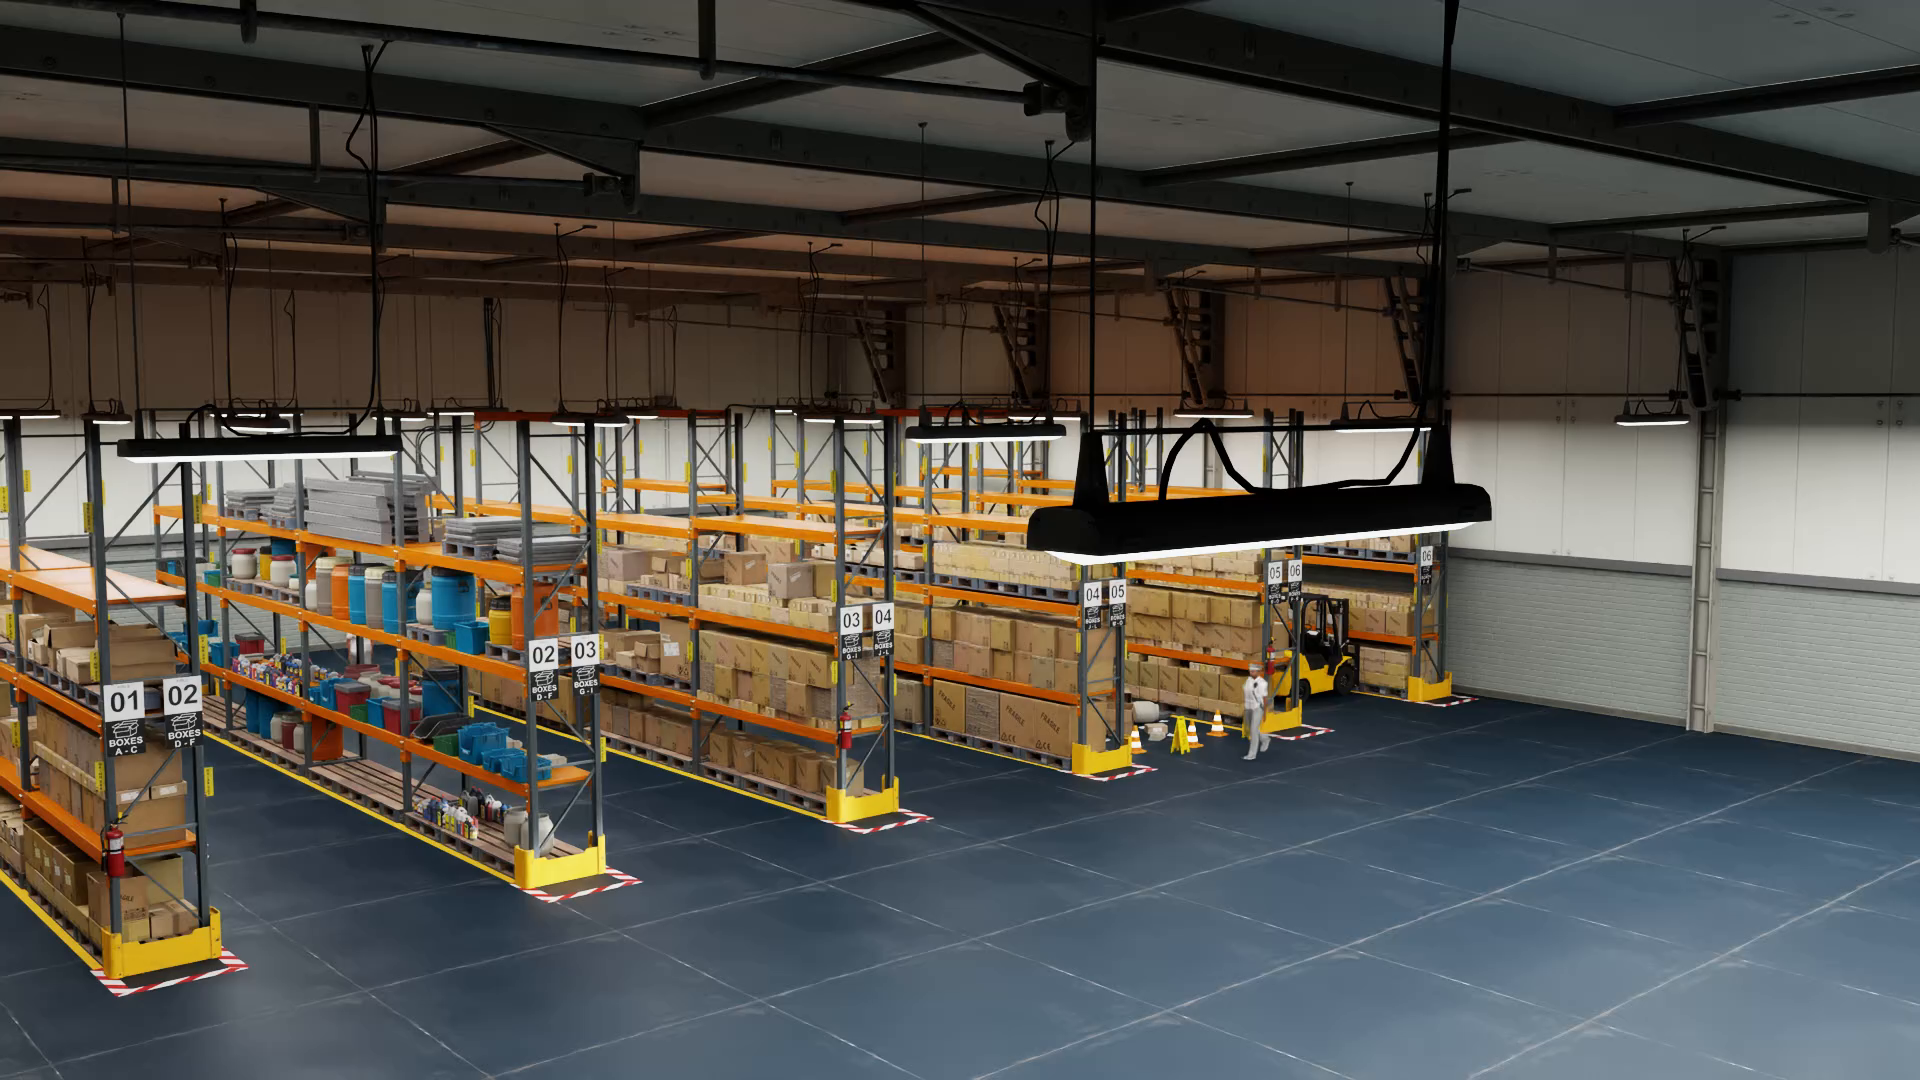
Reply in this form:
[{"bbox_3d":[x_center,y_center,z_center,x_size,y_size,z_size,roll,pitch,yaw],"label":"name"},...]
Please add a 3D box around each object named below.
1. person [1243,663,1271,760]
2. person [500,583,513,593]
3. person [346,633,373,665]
[{"bbox_3d":[5.160,2.951,28.965,0.803,1.651,0.472,-4,6,-36],"label":"person"},{"bbox_3d":[-11.305,1.873,41.840,0.591,1.527,1.100,-3,6,-32],"label":"person"},{"bbox_3d":[-12.688,2.368,35.171,0.619,1.749,0.734,-1,5,-8],"label":"person"}]
